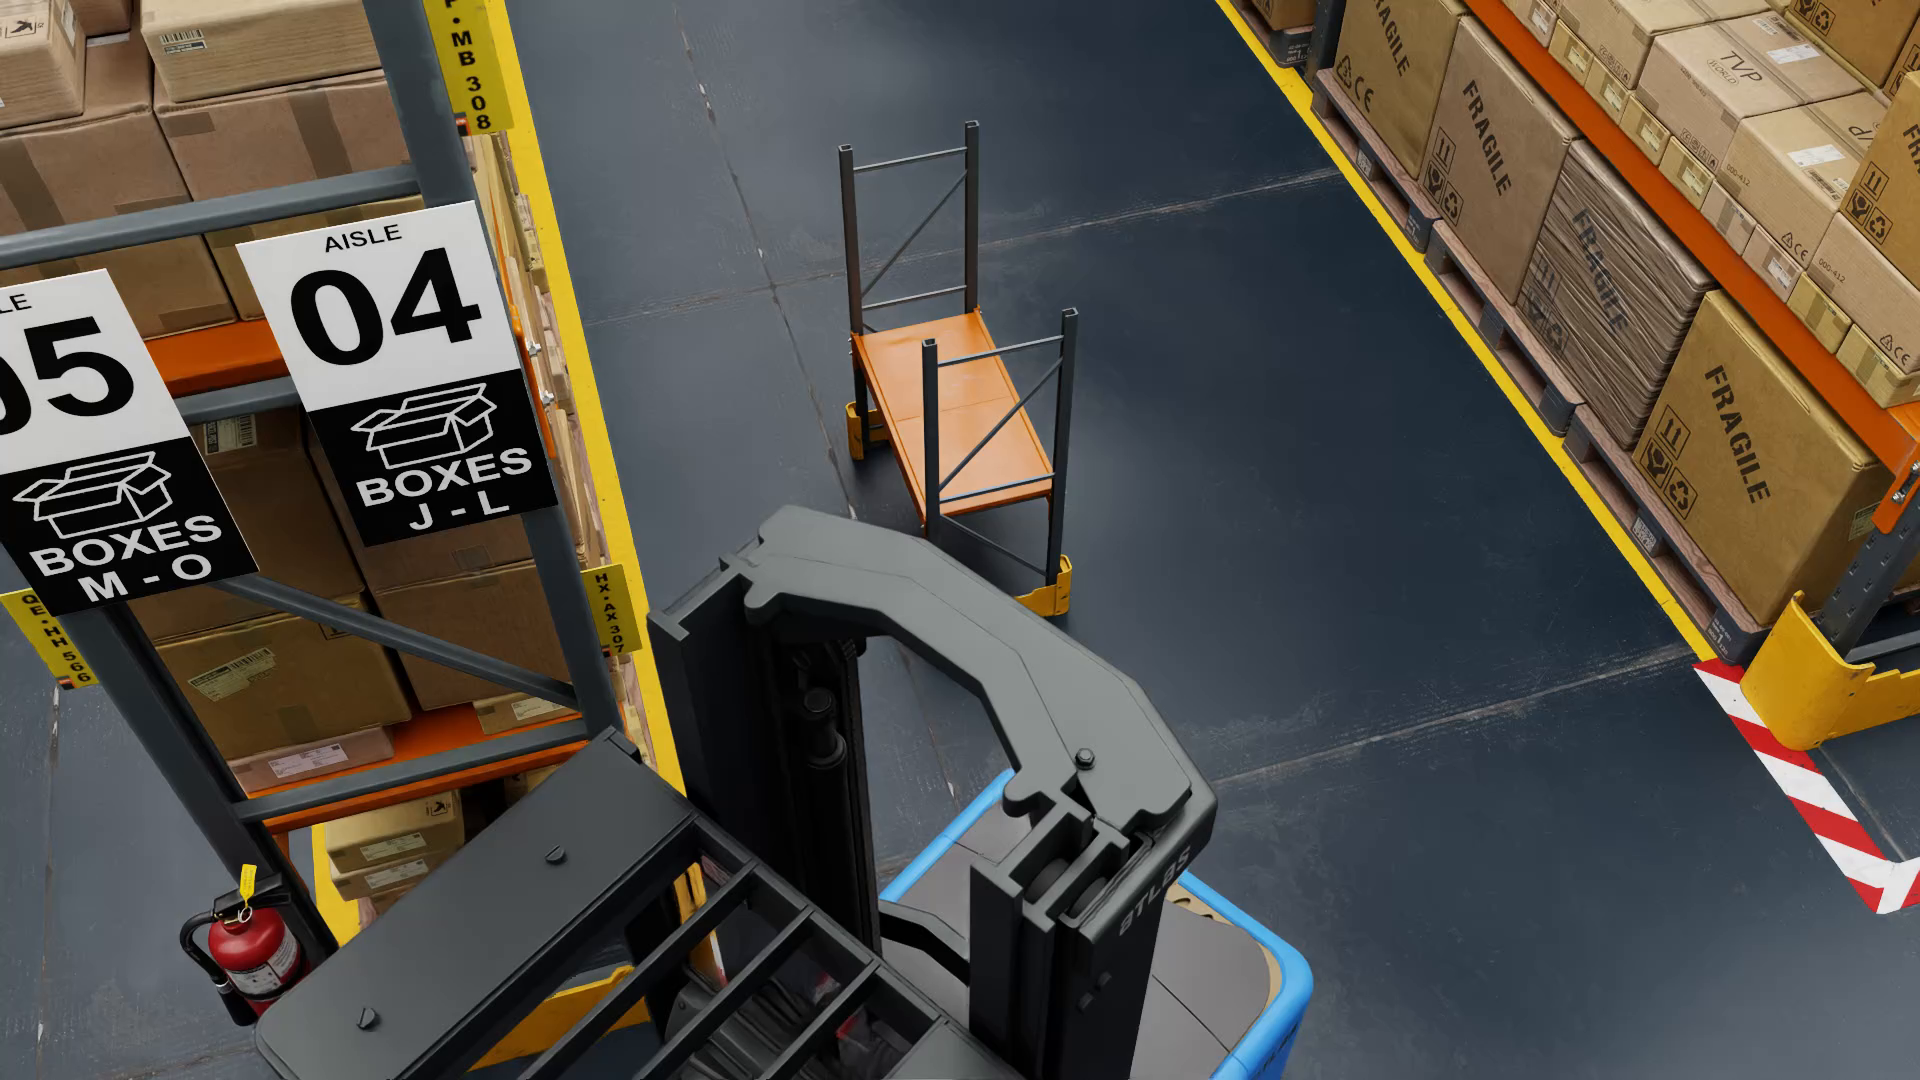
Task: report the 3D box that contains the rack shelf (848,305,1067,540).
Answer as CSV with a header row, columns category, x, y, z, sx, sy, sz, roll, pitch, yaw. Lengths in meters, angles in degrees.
category,x,y,z,sx,sy,sz,roll,pitch,yaw
rack shelf,-0.025,-0.430,6.156,0.538,0.185,1.000,-13,51,-11

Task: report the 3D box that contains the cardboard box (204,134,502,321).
category,x,y,z,sx,sy,sz,roll,pitch,yaw
cardboard box,-1.218,-0.735,3.334,0.500,0.250,0.500,-12,51,-10

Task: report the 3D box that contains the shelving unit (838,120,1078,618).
category,x,y,z,sx,sy,sz,roll,pitch,yaw
shelving unit,-0.023,-0.539,6.013,0.587,1.500,1.083,-13,51,-11

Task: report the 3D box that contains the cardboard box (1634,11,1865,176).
category,x,y,z,sx,sy,sz,roll,pitch,yaw
cardboard box,2.741,-1.562,5.798,0.500,0.250,0.500,-15,51,-12

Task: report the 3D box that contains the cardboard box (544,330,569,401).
category,x,y,z,sx,sy,sz,roll,pitch,yaw
cardboard box,-1.703,-0.624,6.304,0.380,0.149,0.250,-15,51,-12

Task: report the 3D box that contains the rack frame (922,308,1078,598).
category,x,y,z,sx,sy,sz,roll,pitch,yaw
rack frame,0.125,-0.174,5.706,0.500,1.500,0.032,-13,51,-11

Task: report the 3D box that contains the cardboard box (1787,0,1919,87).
category,x,y,z,sx,sy,sz,roll,pitch,yaw
cardboard box,3.247,-1.922,5.611,0.500,0.500,0.500,-15,51,-12

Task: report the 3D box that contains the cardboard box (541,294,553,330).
category,x,y,z,sx,sy,sz,roll,pitch,yaw
cardboard box,-1.935,-0.972,6.987,0.380,0.149,0.250,-15,51,-12

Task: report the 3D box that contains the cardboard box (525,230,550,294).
category,x,y,z,sx,sy,sz,roll,pitch,yaw
cardboard box,-1.928,-1.120,6.917,0.380,0.149,0.250,-15,51,-12

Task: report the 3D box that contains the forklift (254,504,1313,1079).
category,x,y,z,sx,sy,sz,roll,pitch,yaw
forklift,-0.426,1.442,3.407,1.130,2.935,3.031,34,58,25

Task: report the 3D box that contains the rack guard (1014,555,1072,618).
category,x,y,z,sx,sy,sz,roll,pitch,yaw
rack guard,0.125,0.227,6.184,0.587,0.250,0.087,-13,51,-11

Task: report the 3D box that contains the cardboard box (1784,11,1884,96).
category,x,y,z,sx,sy,sz,roll,pitch,yaw
cardboard box,3.249,-1.684,5.901,0.500,0.250,0.500,-15,51,-12

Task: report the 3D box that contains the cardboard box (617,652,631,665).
category,x,y,z,sx,sy,sz,roll,pitch,yaw
cardboard box,-1.309,0.314,5.514,0.380,0.149,0.250,-13,51,-11

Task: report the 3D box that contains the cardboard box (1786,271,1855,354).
category,x,y,z,sx,sy,sz,roll,pitch,yaw
cardboard box,2.940,-0.773,5.393,0.380,0.149,0.250,-13,51,-11

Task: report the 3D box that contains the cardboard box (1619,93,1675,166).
category,x,y,z,sx,sy,sz,roll,pitch,yaw
cardboard box,2.638,-1.518,6.022,0.380,0.149,0.250,-13,51,-11

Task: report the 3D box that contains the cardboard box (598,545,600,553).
category,x,y,z,sx,sy,sz,roll,pitch,yaw
cardboard box,-1.256,-0.046,4.781,0.380,0.149,0.250,-15,51,-12

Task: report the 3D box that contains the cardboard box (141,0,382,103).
category,x,y,z,sx,sy,sz,roll,pitch,yaw
cardboard box,-1.208,-0.927,2.908,0.380,0.149,0.250,-14,51,-11

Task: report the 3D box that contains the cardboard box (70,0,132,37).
category,x,y,z,sx,sy,sz,roll,pitch,yaw
cardboard box,-1.709,-1.013,2.980,0.380,0.149,0.250,-13,51,-10

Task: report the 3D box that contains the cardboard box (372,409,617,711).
category,x,y,z,sx,sy,sz,roll,pitch,yaw
cardboard box,-1.199,0.051,4.275,0.500,0.500,0.500,-11,51,-9

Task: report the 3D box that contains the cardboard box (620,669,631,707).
category,x,y,z,sx,sy,sz,roll,pitch,yaw
cardboard box,-1.267,0.603,5.465,0.380,0.149,0.250,-14,51,-11

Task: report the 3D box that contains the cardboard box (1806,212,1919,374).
category,x,y,z,sx,sy,sz,roll,pitch,yaw
cardboard box,3.041,-0.820,5.173,0.500,0.250,0.500,-14,51,-12

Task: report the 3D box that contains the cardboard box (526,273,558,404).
category,x,y,z,sx,sy,sz,roll,pitch,yaw
cardboard box,-1.514,-0.695,4.904,0.500,0.500,0.500,-13,51,-10

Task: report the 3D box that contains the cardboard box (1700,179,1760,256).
category,x,y,z,sx,sy,sz,roll,pitch,yaw
cardboard box,2.793,-1.140,5.703,0.380,0.149,0.250,-13,51,-10

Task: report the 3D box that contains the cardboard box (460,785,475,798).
category,x,y,z,sx,sy,sz,roll,pitch,yaw
cardboard box,-1.784,0.733,5.355,0.380,0.149,0.250,-14,51,-12

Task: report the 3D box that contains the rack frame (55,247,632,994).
category,x,y,z,sx,sy,sz,roll,pitch,yaw
rack frame,-1.330,0.569,4.098,1.000,3.000,0.127,-13,51,-11

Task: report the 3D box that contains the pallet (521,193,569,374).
category,x,y,z,sx,sy,sz,roll,pitch,yaw
pallet,-2.280,-0.971,7.220,1.003,0.211,1.213,-13,51,-11

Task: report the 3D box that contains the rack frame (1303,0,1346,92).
category,x,y,z,sx,sy,sz,roll,pitch,yaw
rack frame,2.255,-3.400,7.444,1.000,3.000,0.127,-13,51,-11

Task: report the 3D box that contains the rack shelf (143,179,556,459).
category,x,y,z,sx,sy,sz,roll,pitch,yaw
rack shelf,-1.921,-1.626,4.458,1.077,0.370,4.000,-13,51,-11

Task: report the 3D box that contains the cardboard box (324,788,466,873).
category,x,y,z,sx,sy,sz,roll,pitch,yaw
cardboard box,-1.728,0.832,5.078,0.380,0.149,0.250,-13,51,-11

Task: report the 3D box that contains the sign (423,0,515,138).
category,x,y,z,sx,sy,sz,roll,pitch,yaw
sign,-0.812,-0.802,2.720,0.100,0.325,0.005,-13,51,-11

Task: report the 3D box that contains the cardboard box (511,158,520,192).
category,x,y,z,sx,sy,sz,roll,pitch,yaw
cardboard box,-2.116,-1.506,7.243,0.380,0.149,0.250,-12,51,-10

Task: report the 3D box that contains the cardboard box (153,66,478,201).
category,x,y,z,sx,sy,sz,roll,pitch,yaw
cardboard box,-1.214,-0.897,3.143,0.500,0.250,0.500,-13,51,-10

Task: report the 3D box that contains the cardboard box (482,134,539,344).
category,x,y,z,sx,sy,sz,roll,pitch,yaw
cardboard box,-1.364,-0.636,4.200,0.500,0.500,0.500,-12,51,-10

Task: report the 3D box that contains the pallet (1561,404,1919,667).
category,x,y,z,sx,sy,sz,roll,pitch,yaw
pallet,3.127,-0.146,6.525,1.003,0.211,1.213,-13,51,-11

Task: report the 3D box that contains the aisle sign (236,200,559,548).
category,x,y,z,sx,sy,sz,roll,pitch,yaw
aisle sign,-1.022,-0.283,3.116,0.394,0.787,0.004,-13,51,-11

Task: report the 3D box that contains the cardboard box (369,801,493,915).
category,x,y,z,sx,sy,sz,roll,pitch,yaw
cardboard box,-1.685,1.015,5.312,0.380,0.149,0.250,-13,51,-10

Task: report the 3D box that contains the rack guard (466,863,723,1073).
category,x,y,z,sx,sy,sz,roll,pitch,yaw
rack guard,-1.352,1.319,5.100,1.175,0.500,0.348,-13,51,-11

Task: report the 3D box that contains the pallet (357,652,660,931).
category,x,y,z,sx,sy,sz,roll,pitch,yaw
pallet,-1.559,0.811,5.718,1.003,0.211,1.213,-13,51,-11

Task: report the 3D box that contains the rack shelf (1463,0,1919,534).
category,x,y,z,sx,sy,sz,roll,pitch,yaw
rack shelf,2.847,-1.707,6.488,1.077,0.370,4.000,-13,51,-11

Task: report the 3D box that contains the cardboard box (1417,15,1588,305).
category,x,y,z,sx,sy,sz,roll,pitch,yaw
cardboard box,2.640,-1.693,7.120,0.875,0.875,0.875,-13,51,-11

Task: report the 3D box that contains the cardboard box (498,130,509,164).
category,x,y,z,sx,sy,sz,roll,pitch,yaw
cardboard box,-1.651,-1.393,4.838,0.500,0.500,0.500,-15,51,-12

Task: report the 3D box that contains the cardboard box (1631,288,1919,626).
category,x,y,z,sx,sy,sz,roll,pitch,yaw
cardboard box,3.172,-0.378,6.012,0.875,0.875,0.875,-13,51,-11

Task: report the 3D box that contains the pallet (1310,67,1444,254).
category,x,y,z,sx,sy,sz,roll,pitch,yaw
pallet,2.405,-1.928,8.027,1.003,0.211,1.213,-13,51,-11

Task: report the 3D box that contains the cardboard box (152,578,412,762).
category,x,y,z,sx,sy,sz,roll,pitch,yaw
cardboard box,-1.709,0.171,4.174,0.500,0.500,0.500,-12,51,-10

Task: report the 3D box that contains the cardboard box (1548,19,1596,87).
category,x,y,z,sx,sy,sz,roll,pitch,yaw
cardboard box,2.487,-1.890,6.335,0.380,0.149,0.250,-15,51,-12

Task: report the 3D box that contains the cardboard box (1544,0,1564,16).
category,x,y,z,sx,sy,sz,roll,pitch,yaw
cardboard box,2.445,-2.304,6.423,0.500,0.250,0.500,-12,51,-10

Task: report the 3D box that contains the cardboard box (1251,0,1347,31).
category,x,y,z,sx,sy,sz,roll,pitch,yaw
cardboard box,2.047,-3.313,8.486,1.225,0.875,0.875,-13,51,-11

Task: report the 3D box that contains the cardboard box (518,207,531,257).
category,x,y,z,sx,sy,sz,roll,pitch,yaw
cardboard box,-1.965,-1.202,6.792,0.380,0.149,0.250,-14,51,-11

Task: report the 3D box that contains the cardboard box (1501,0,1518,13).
category,x,y,z,sx,sy,sz,roll,pitch,yaw
cardboard box,2.336,-2.265,6.652,0.380,0.149,0.250,-14,51,-11

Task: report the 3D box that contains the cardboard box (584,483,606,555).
category,x,y,z,sx,sy,sz,roll,pitch,yaw
cardboard box,-1.543,-0.033,6.195,0.380,0.149,0.250,-16,52,-13
